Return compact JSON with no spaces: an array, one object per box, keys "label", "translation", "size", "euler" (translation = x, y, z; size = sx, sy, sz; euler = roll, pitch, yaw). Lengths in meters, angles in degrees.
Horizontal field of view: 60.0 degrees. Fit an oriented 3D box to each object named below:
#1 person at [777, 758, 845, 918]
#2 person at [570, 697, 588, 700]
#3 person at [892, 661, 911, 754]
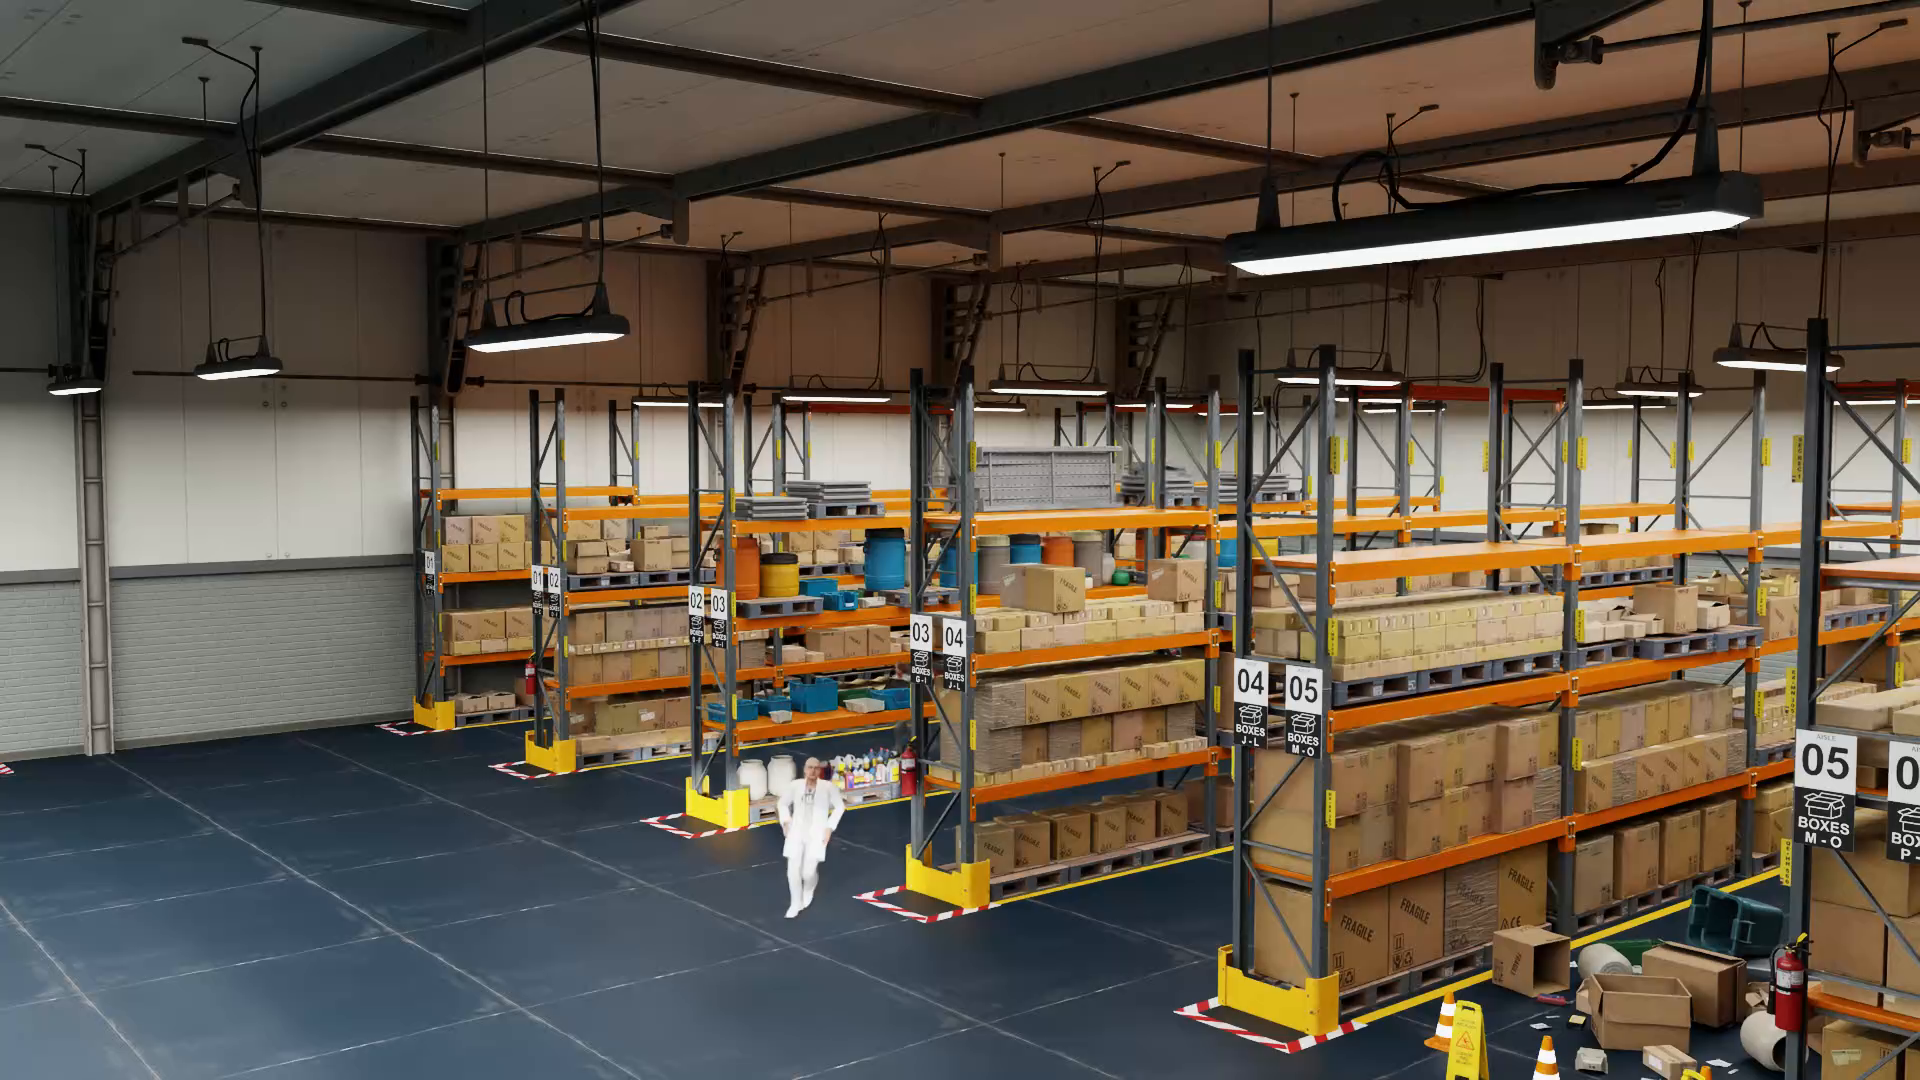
[{"label":"person","translation":[-1.649,3.276,18.134],"size":[0.731,1.655,0.609],"euler":[0,3,7]},{"label":"person","translation":[-6.537,2.656,28.293],"size":[0.602,1.655,0.554],"euler":[3,4,41]},{"label":"person","translation":[-0.931,2.763,26.913],"size":[0.750,1.633,0.528],"euler":[-3,5,-44]}]
